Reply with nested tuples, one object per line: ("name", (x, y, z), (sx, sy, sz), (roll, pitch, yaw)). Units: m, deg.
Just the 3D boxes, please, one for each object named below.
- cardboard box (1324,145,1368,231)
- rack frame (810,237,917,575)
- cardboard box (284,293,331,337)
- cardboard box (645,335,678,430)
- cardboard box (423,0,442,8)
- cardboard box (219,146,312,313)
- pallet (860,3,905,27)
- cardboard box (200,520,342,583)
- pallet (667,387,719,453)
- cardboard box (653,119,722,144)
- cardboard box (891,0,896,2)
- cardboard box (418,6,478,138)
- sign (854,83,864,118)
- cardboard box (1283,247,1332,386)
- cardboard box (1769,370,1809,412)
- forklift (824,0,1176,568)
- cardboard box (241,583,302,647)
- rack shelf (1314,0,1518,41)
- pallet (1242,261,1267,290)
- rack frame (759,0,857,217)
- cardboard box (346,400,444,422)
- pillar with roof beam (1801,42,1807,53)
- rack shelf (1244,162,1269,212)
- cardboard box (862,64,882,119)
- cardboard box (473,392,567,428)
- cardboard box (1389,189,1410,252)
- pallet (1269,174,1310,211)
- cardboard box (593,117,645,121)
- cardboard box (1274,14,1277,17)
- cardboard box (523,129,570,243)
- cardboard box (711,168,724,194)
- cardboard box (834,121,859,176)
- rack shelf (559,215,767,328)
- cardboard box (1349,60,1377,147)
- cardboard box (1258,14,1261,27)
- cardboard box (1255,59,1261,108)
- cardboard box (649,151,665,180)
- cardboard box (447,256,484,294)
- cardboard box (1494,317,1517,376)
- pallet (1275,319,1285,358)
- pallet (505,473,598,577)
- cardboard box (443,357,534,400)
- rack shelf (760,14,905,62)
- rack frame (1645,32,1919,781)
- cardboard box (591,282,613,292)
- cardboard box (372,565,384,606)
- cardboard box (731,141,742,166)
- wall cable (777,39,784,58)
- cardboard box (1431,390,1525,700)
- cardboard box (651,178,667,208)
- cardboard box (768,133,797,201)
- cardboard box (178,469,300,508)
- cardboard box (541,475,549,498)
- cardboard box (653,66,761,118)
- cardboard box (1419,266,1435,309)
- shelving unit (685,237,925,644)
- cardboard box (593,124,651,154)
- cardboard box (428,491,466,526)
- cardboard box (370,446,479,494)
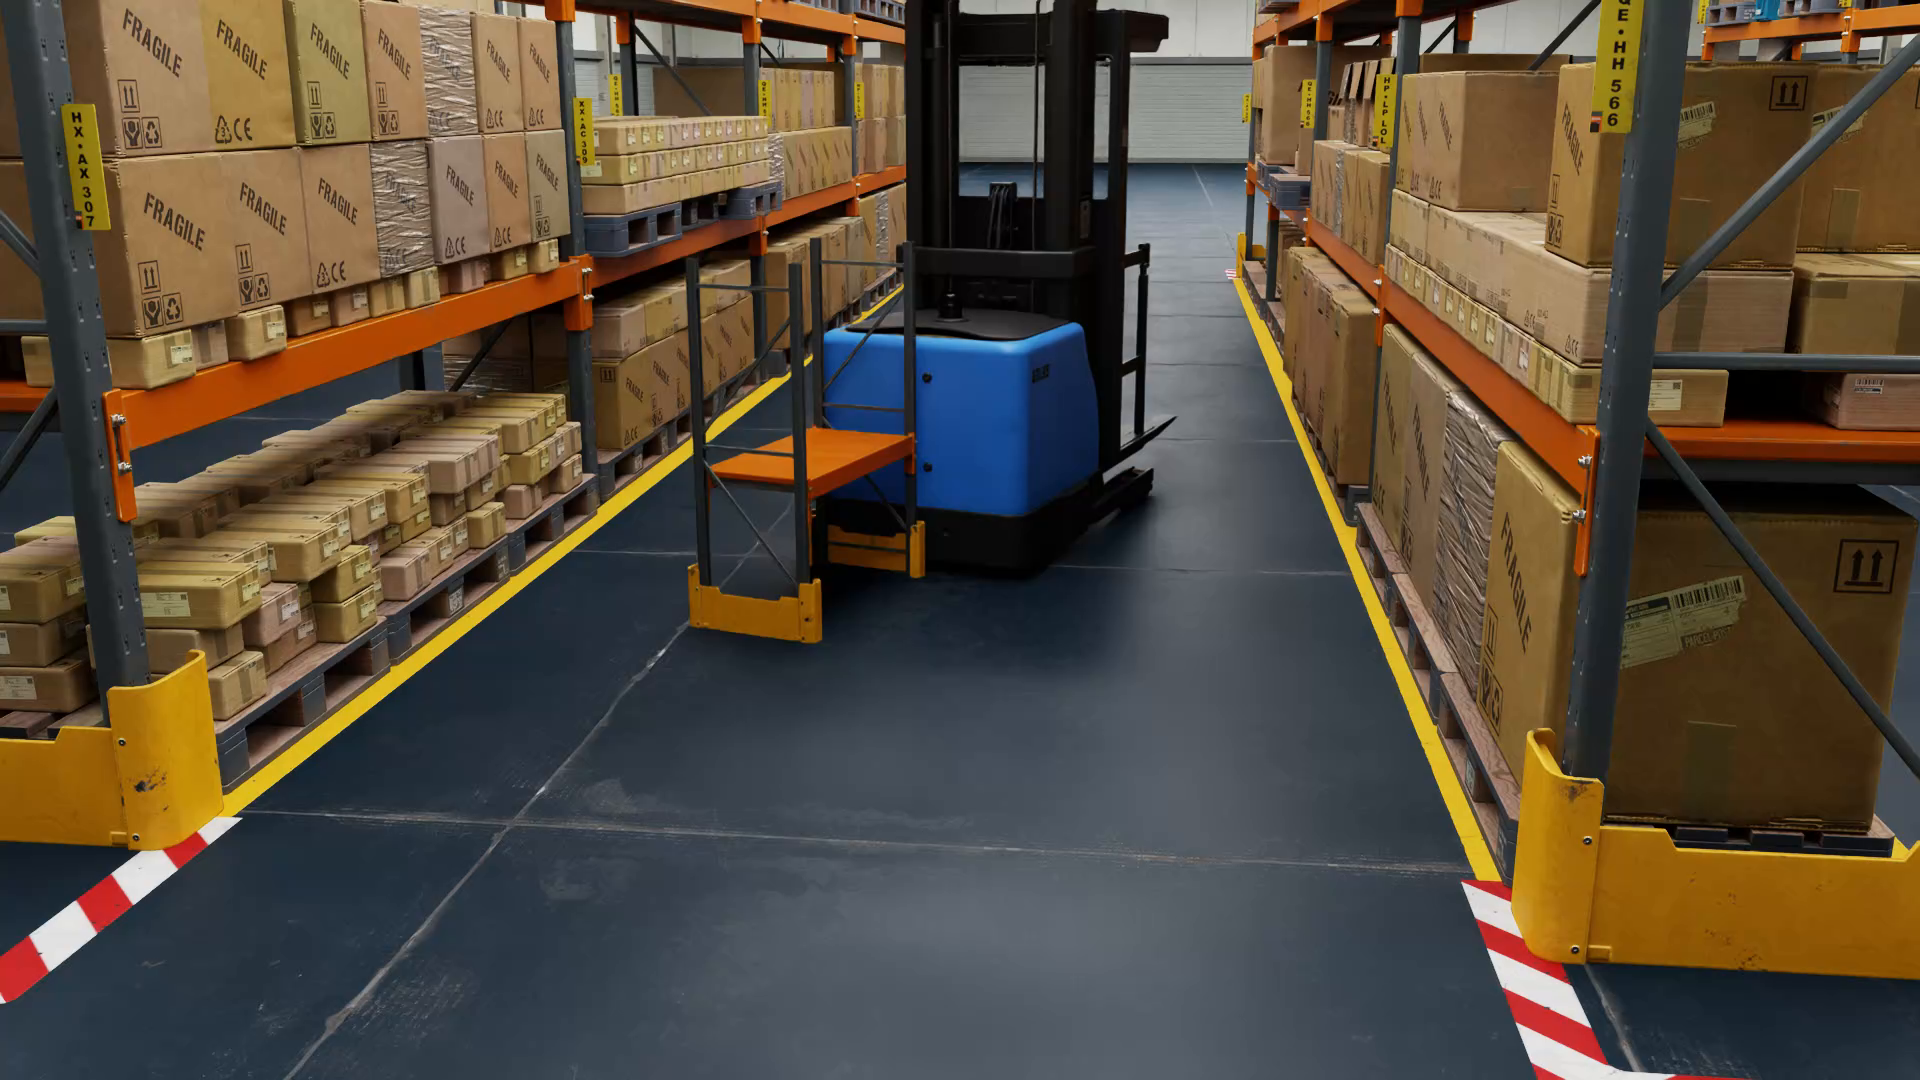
("cardboard box", (2.524, -2.152, 10.181), (0.500, 0.500, 0.500), (1, 15, 5))
("rack frame", (-0.430, -0.590, 7.473), (0.500, 1.500, 0.032), (6, 16, 23))
("cardboard box", (-2.479, -0.815, 5.911), (0.380, 0.149, 0.250), (2, 15, 6))
("cardboard box", (-2.004, -0.940, 9.877), (0.500, 0.500, 0.500), (2, 15, 9))
("cardboard box", (-5.941, -5.837, 17.974), (0.500, 0.250, 0.500), (2, 15, 7))
("cardboard box", (-2.500, -1.025, 5.446), (0.500, 0.500, 0.500), (2, 15, 6))
("pallet", (-1.128, -5.948, 18.835), (1.003, 0.211, 1.213), (2, 15, 6))
("cardboard box", (-2.396, 0.038, 5.792), (0.380, 0.149, 0.250), (2, 15, 6))
("pallet", (-2.188, -0.796, 10.702), (1.003, 0.211, 1.213), (2, 15, 6))
("cardboard box", (-1.706, -2.553, 10.395), (0.380, 0.149, 0.250), (2, 15, 9))
("cardboard box", (-0.900, -5.887, 17.927), (0.380, 0.149, 0.250), (2, 15, 7))
("cardboard box", (-2.318, -1.901, 6.770), (0.500, 0.500, 0.500), (2, 15, 8))
("sign", (-0.966, -4.205, 15.901), (0.100, 0.325, 0.005), (2, 15, 6))
("cardboard box", (2.861, -1.487, 11.180), (1.225, 0.875, 0.875), (1, 15, 4))
("cardboard box", (2.452, -0.441, 4.528), (0.380, 0.149, 0.250), (1, 15, 5))
("forklift", (0.399, -1.627, 8.565), (1.130, 2.935, 3.031), (6, 16, 23))
("cardboard box", (-2.459, 0.247, 5.591), (0.380, 0.149, 0.250), (2, 15, 6))
("rack shelf", (2.733, -3.070, 9.402), (1.077, 0.370, 4.000), (2, 15, 6))
("pallet", (3.727, -2.988, 18.807), (1.003, 0.211, 1.213), (2, 15, 6))
("rack frame", (-1.506, -3.698, 16.091), (1.000, 3.000, 0.127), (2, 15, 6))
("cardboard box", (-2.744, -0.584, 8.092), (0.380, 0.149, 0.250), (2, 15, 9))
("pillar with roof beam", (18.515, -14.722, 45.367), (9.100, 9.000, 0.400), (2, 15, 6))
("rack shelf", (3.636, -3.697, 17.466), (1.077, 0.370, 4.000), (2, 15, 6))
("cardboard box", (-1.286, -4.668, 17.324), (0.875, 0.550, 0.550), (2, 15, 6))
("cardboard box", (-2.191, -0.637, 8.288), (0.380, 0.149, 0.250), (2, 15, 8))
("cardboard box", (2.195, -1.408, 7.339), (0.500, 0.250, 0.500), (1, 15, 5))
("pallet", (2.934, -2.584, 12.338), (1.213, 0.211, 1.003), (2, 15, 6))
("cardboard box", (-2.293, -2.713, 10.986), (0.380, 0.149, 0.250), (1, 15, 4))
("cardboard box", (3.203, -5.027, 15.548), (0.500, 0.250, 0.500), (2, 15, 8))
("cardboard box", (-2.183, -1.681, 7.871), (0.500, 0.500, 0.500), (2, 15, 6))
("cardboard box", (-1.707, -2.268, 10.480), (0.380, 0.149, 0.250), (2, 15, 8))
("cardboard box", (-1.477, -3.866, 16.427), (0.875, 0.550, 0.550), (2, 15, 6))
("rack shelf", (-2.183, -1.795, 10.430), (1.077, 0.370, 4.000), (2, 15, 6))
("cardboard box", (2.784, -2.663, 10.149), (0.797, 0.503, 0.637), (2, 15, 8))
("cardboard box", (3.499, -5.687, 17.990), (0.500, 0.250, 0.500), (1, 15, 5))
("cardboard box", (3.411, -4.844, 17.652), (0.500, 0.500, 0.500), (2, 15, 6))
("cardboard box", (-1.852, -2.071, 9.181), (0.380, 0.149, 0.250), (2, 15, 8))
("cardboard box", (-2.274, -1.146, 7.134), (0.380, 0.149, 0.250), (1, 15, 4))
("cardboard box", (1.856, -0.592, 5.085), (0.380, 0.149, 0.250), (2, 15, 7))
("pallet", (3.189, -1.660, 13.898), (1.003, 0.211, 1.213), (2, 15, 6))
("pallet", (-2.450, -0.102, 8.134), (1.003, 0.211, 1.213), (2, 15, 6))
("cardboard box", (-2.576, -0.819, 9.427), (0.500, 0.500, 0.500), (1, 15, 5))
("rack shelf", (-1.281, -5.317, 17.712), (1.077, 0.370, 4.000), (2, 15, 6))
("rack frame", (2.053, -0.413, 3.945), (0.949, 2.616, 0.053), (2, 15, 6))
("cardboard box", (-2.459, -1.452, 10.334), (0.500, 0.250, 0.500), (1, 15, 4))
("cardboard box", (-2.442, 0.194, 6.354), (0.380, 0.149, 0.250), (2, 15, 6))
("cardboard box", (-1.645, -2.542, 10.922), (0.380, 0.149, 0.250), (2, 15, 6))
("wall cable", (-6.860, -14.749, 51.417), (3.097, 2.526, 0.112), (2, 15, 6))
("cardboard box", (2.152, 0.005, 5.662), (0.875, 0.875, 0.875), (2, 15, 6))
("cardboard box", (-1.850, -1.930, 9.230), (0.380, 0.149, 0.250), (2, 15, 7))
("cardboard box", (-1.584, -2.949, 13.131), (0.500, 0.500, 0.500), (2, 15, 6))
("cardboard box", (-2.857, -0.180, 6.599), (0.380, 0.149, 0.250), (1, 15, 4))
("cardboard box", (-2.227, -0.273, 8.082), (0.380, 0.149, 0.250), (2, 15, 8))
("cardboard box", (-1.897, -3.308, 12.541), (0.700, 0.500, 0.500), (2, 15, 6))
("cardboard box", (2.029, -0.992, 6.564), (0.380, 0.149, 0.250), (1, 15, 5))
("shelving unit", (-0.635, -0.467, 7.014), (0.587, 1.500, 1.083), (6, 16, 23))
("cardboard box", (-1.882, -2.153, 8.914), (0.380, 0.149, 0.250), (2, 15, 8))
("cardboard box", (-2.345, -0.164, 7.109), (0.380, 0.149, 0.250), (1, 15, 4))
("cardboard box", (-2.265, -0.296, 7.029), (0.380, 0.149, 0.250), (1, 15, 4))
